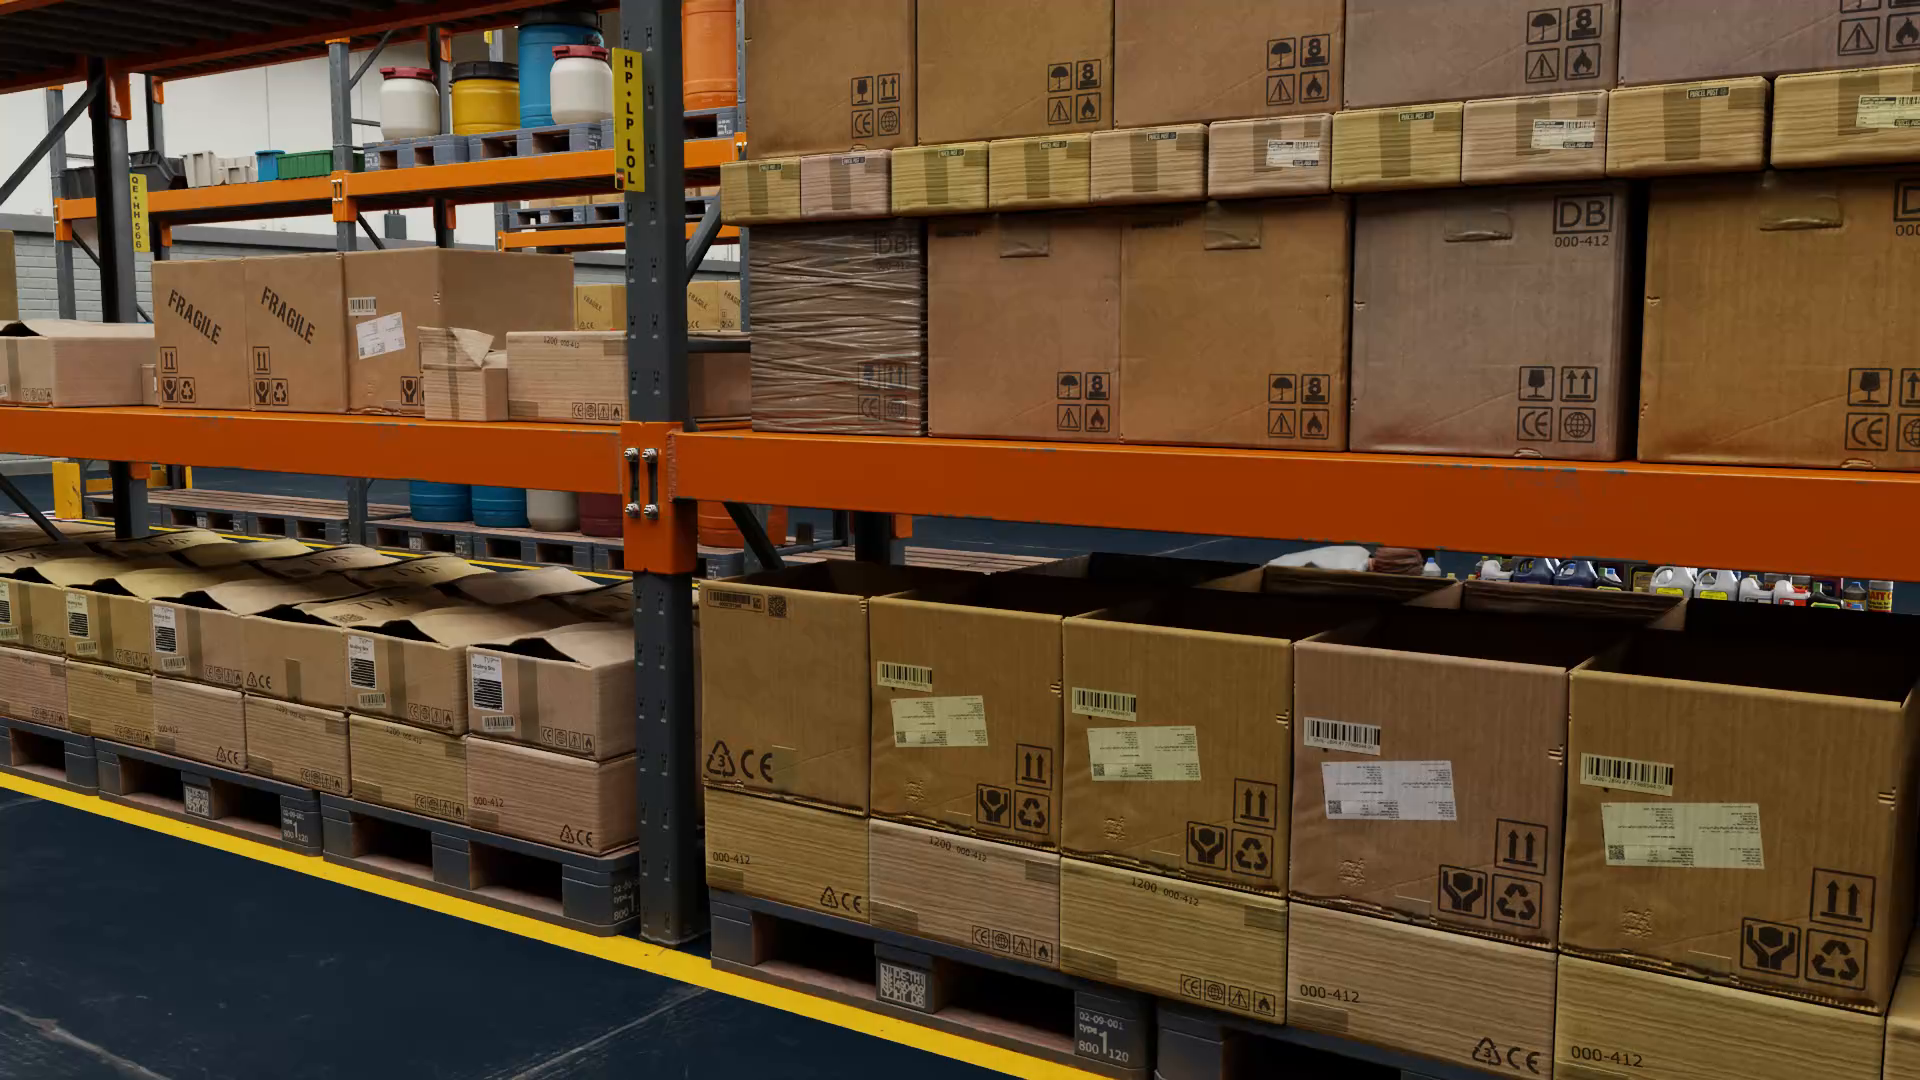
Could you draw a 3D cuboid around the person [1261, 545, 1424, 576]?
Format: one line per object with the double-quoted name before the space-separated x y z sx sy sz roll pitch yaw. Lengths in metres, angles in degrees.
"person" 1.595 0.366 7.286 0.836 0.759 0.433 4 8 33
